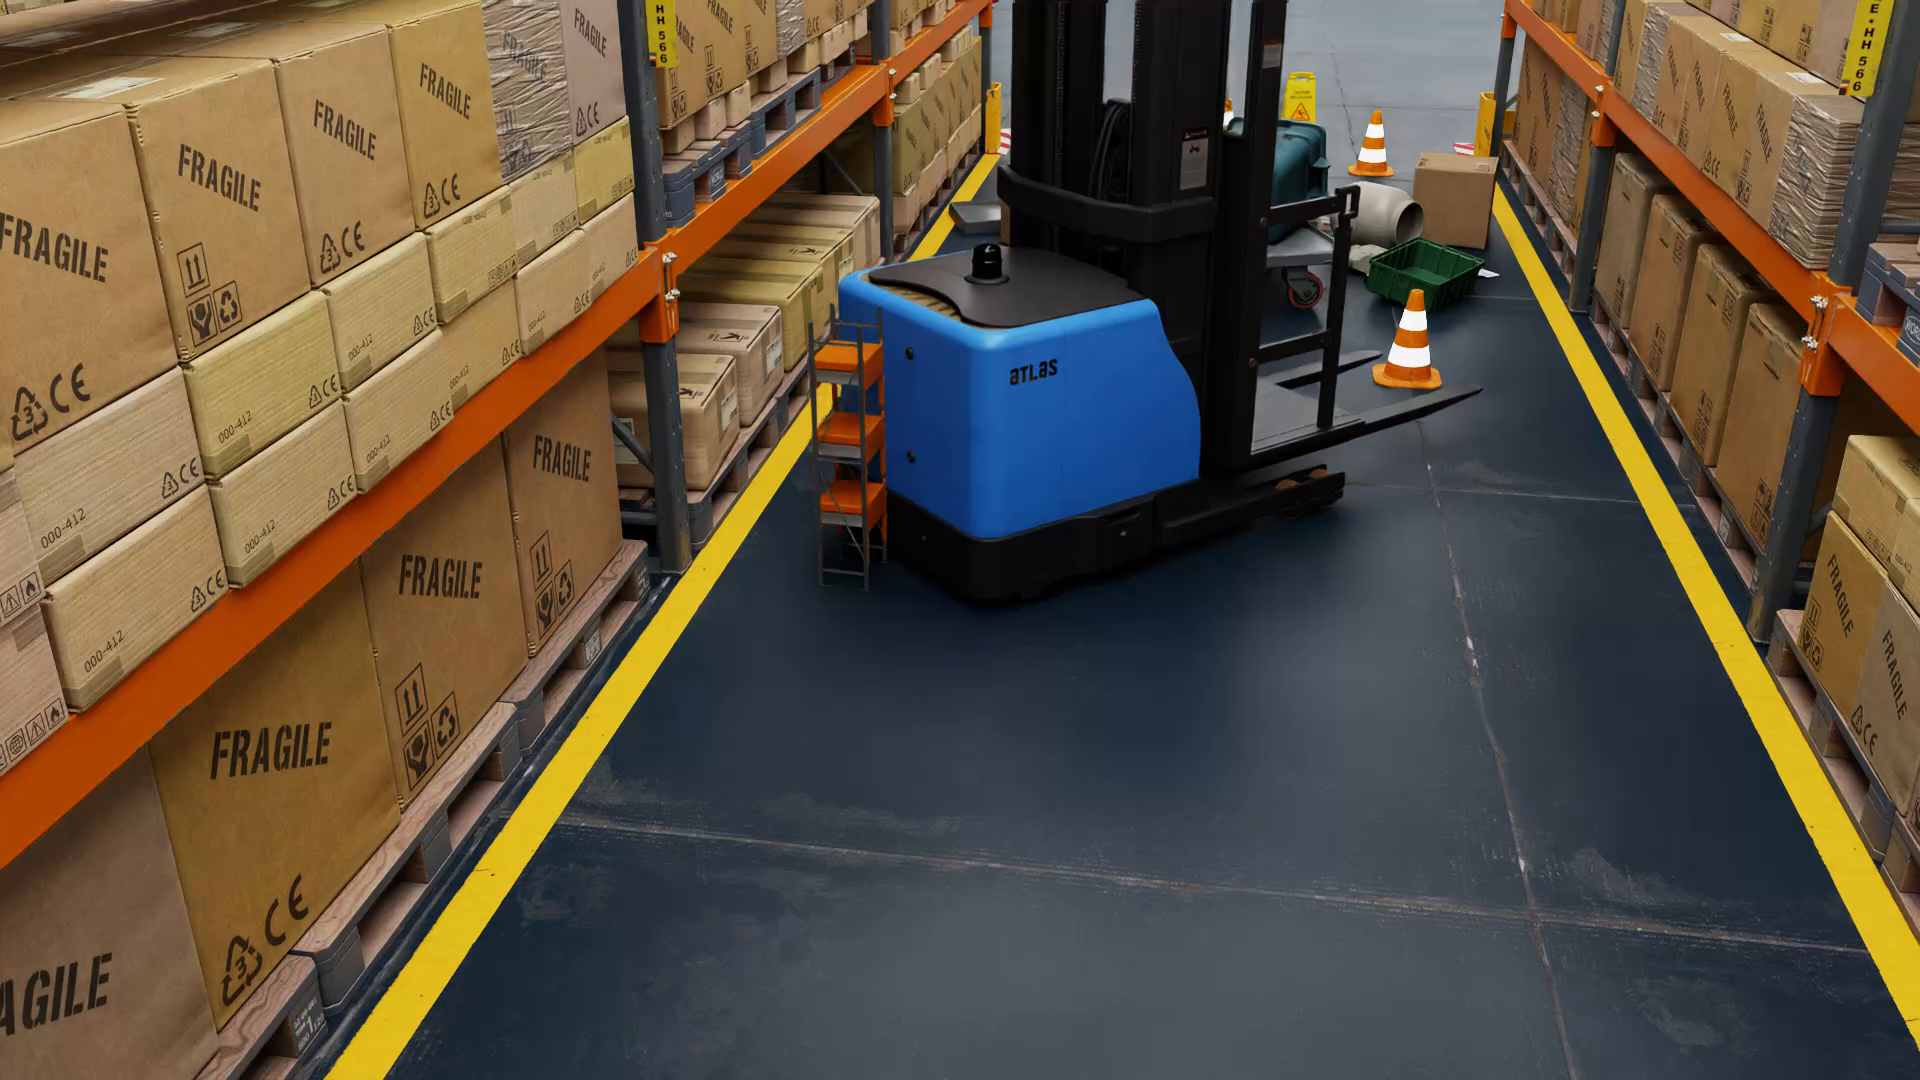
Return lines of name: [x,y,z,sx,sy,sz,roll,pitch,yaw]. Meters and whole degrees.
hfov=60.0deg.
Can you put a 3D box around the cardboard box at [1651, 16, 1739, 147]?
cardboard box: [3.480,-2.070,7.516,0.500,0.500,0.500,4,25,8]

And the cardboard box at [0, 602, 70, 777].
cardboard box: [-1.878,0.301,2.745,0.500,0.250,0.500,3,25,7]

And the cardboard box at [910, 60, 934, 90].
cardboard box: [-0.378,-3.016,10.754,0.380,0.149,0.250,5,26,11]

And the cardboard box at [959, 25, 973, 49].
cardboard box: [-0.116,-3.687,12.186,0.380,0.149,0.250,5,26,10]

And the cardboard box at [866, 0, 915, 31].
cardboard box: [-0.556,-3.292,9.775,0.500,0.500,0.500,4,25,8]

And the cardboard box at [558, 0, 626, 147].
cardboard box: [-1.383,-1.538,5.199,0.500,0.500,0.500,3,25,7]

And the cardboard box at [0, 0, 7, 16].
cardboard box: [-5.705,-3.009,9.227,0.500,0.250,0.500,3,25,7]

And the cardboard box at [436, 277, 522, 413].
cardboard box: [-1.549,-0.552,4.568,0.500,0.250,0.500,4,25,8]

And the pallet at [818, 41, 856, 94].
pallet: [-1.171,-2.550,8.887,1.003,0.211,1.213,4,25,9]

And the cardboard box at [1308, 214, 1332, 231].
cardboard box: [2.461,-2.254,11.253,0.396,0.266,0.258,8,26,18]

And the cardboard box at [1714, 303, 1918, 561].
cardboard box: [3.532,-0.393,6.209,1.050,0.750,0.750,4,25,8]

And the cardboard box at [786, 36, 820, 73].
cardboard box: [-0.895,-2.363,8.061,0.380,0.149,0.250,4,25,8]

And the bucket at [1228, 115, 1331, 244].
bucket: [1.745,-2.069,9.699,0.726,0.611,0.620,13,38,26]

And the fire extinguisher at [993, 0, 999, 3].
fire extinguisher: [0.224,-4.601,13.132,0.296,0.674,0.183,4,25,9]

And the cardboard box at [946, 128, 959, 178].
cardboard box: [-0.288,-2.773,11.883,0.500,0.250,0.500,3,25,7]

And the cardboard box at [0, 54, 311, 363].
cardboard box: [-1.714,-0.687,3.383,0.500,0.500,0.500,3,25,7]

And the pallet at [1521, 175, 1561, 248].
pallet: [4.396,-2.207,11.217,1.003,0.211,1.213,4,25,9]

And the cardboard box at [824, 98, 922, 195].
cardboard box: [-0.540,-2.459,10.329,0.500,0.500,0.500,5,26,11]

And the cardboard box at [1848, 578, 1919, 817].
cardboard box: [2.897,0.457,4.688,0.500,0.500,0.500,4,25,9]

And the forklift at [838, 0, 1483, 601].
forklift: [1.011,-1.577,6.663,3.031,2.935,1.130,-17,30,-32]

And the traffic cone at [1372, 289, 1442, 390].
traffic cone: [2.288,-1.041,8.428,0.336,0.463,0.334,4,25,9]

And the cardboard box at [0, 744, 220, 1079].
cardboard box: [-2.188,0.906,3.286,0.875,0.875,0.875,5,26,10]

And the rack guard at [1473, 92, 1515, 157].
rack guard: [4.655,-3.197,12.990,1.175,0.500,0.348,4,25,9]

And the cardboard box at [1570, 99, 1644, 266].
cardboard box: [4.169,-2.132,9.778,0.875,0.875,0.875,4,25,9]

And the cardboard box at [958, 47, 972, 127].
cardboard box: [-0.205,-3.333,12.195,0.500,0.500,0.500,5,26,10]

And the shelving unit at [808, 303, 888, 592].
shelving unit: [-0.414,-0.339,6.235,0.215,1.050,0.252,6,26,13]

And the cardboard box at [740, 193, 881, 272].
cardboard box: [-0.986,-1.727,9.506,0.950,0.372,0.625,4,25,9]

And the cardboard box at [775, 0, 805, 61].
cardboard box: [-1.007,-2.466,7.516,0.500,0.500,0.500,3,25,7]

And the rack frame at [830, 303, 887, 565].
rack frame: [-0.383,-0.389,6.343,0.200,1.050,0.008,6,26,13]

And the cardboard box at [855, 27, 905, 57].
cardboard box: [-0.535,-2.943,9.794,0.380,0.149,0.250,4,25,8]

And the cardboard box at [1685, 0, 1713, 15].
cardboard box: [3.840,-2.721,7.727,0.700,0.500,0.500,4,25,8]

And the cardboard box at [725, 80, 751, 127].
cardboard box: [-1.085,-1.814,6.888,0.380,0.149,0.250,4,25,9]

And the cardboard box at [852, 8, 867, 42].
cardboard box: [-0.715,-2.789,8.971,0.380,0.149,0.250,4,25,9]

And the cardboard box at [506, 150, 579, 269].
cardboard box: [-1.465,-0.997,4.930,0.500,0.250,0.500,3,25,7]

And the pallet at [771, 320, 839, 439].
pallet: [-1.226,-0.846,8.309,1.003,0.211,1.213,4,25,9]

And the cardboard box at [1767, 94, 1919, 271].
cardboard box: [3.152,-1.225,5.712,0.500,0.500,0.500,4,25,9]

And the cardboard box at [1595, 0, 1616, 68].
cardboard box: [4.046,-2.869,9.164,0.875,0.550,0.550,4,25,9]

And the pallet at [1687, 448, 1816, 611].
pallet: [3.547,-0.035,6.575,1.003,0.211,1.213,4,25,9]

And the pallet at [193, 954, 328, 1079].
pallet: [-2.158,1.334,3.651,1.003,0.211,1.213,4,25,9]

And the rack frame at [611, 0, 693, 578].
rack frame: [-1.556,-1.274,5.933,1.000,3.000,0.127,4,25,9]

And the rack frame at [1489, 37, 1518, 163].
rack frame: [4.651,-4.319,12.439,1.000,3.000,0.127,4,25,9]

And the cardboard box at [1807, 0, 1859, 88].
cardboard box: [3.508,-1.870,5.909,0.700,0.500,0.500,4,25,8]

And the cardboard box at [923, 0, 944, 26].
cardboard box: [-0.317,-3.477,10.936,0.380,0.149,0.250,4,25,9]

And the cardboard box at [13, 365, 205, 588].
cardboard box: [-1.803,-0.144,3.106,0.500,0.250,0.500,4,25,9]

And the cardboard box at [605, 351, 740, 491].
cardboard box: [-1.454,-0.510,6.905,0.950,0.372,0.625,2,25,5]

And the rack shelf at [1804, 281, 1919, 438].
rack shelf: [3.017,0.189,3.656,1.077,0.370,4.000,4,25,9]
